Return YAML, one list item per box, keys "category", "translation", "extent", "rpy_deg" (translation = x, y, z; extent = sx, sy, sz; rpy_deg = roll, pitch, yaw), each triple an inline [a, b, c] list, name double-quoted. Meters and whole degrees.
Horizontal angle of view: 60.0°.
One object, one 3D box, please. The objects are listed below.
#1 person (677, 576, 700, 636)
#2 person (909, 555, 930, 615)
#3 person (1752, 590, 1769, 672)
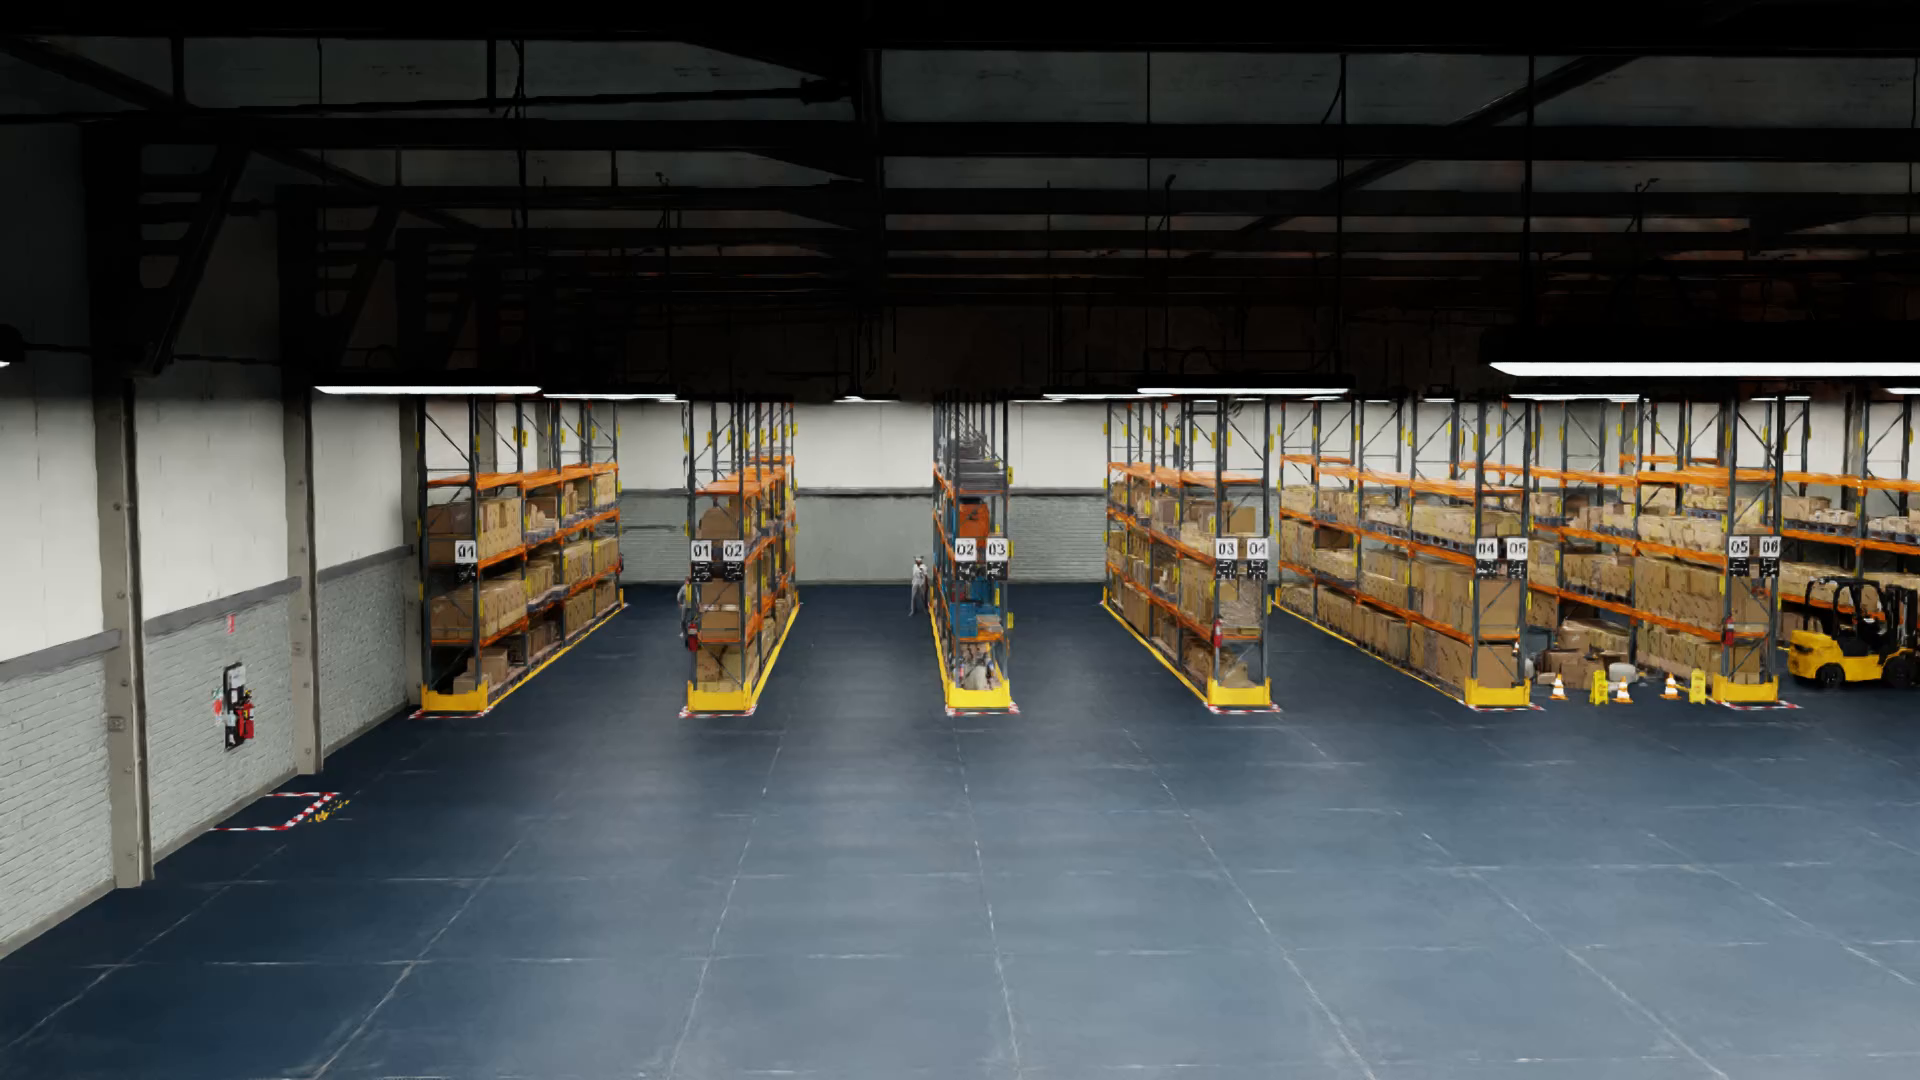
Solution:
- category: "person"
  translation: [-6.654, 1.636, 40.779]
  extent: [0.566, 1.541, 0.519]
  rpy_deg: [0, 5, -5]
- category: "person"
  translation: [-1.074, 1.208, 45.274]
  extent: [0.474, 1.630, 0.915]
  rpy_deg: [1, 5, 14]
- category: "person"
  translation: [17.139, 1.942, 35.706]
  extent: [0.502, 1.722, 0.588]
  rpy_deg: [2, 5, 26]
